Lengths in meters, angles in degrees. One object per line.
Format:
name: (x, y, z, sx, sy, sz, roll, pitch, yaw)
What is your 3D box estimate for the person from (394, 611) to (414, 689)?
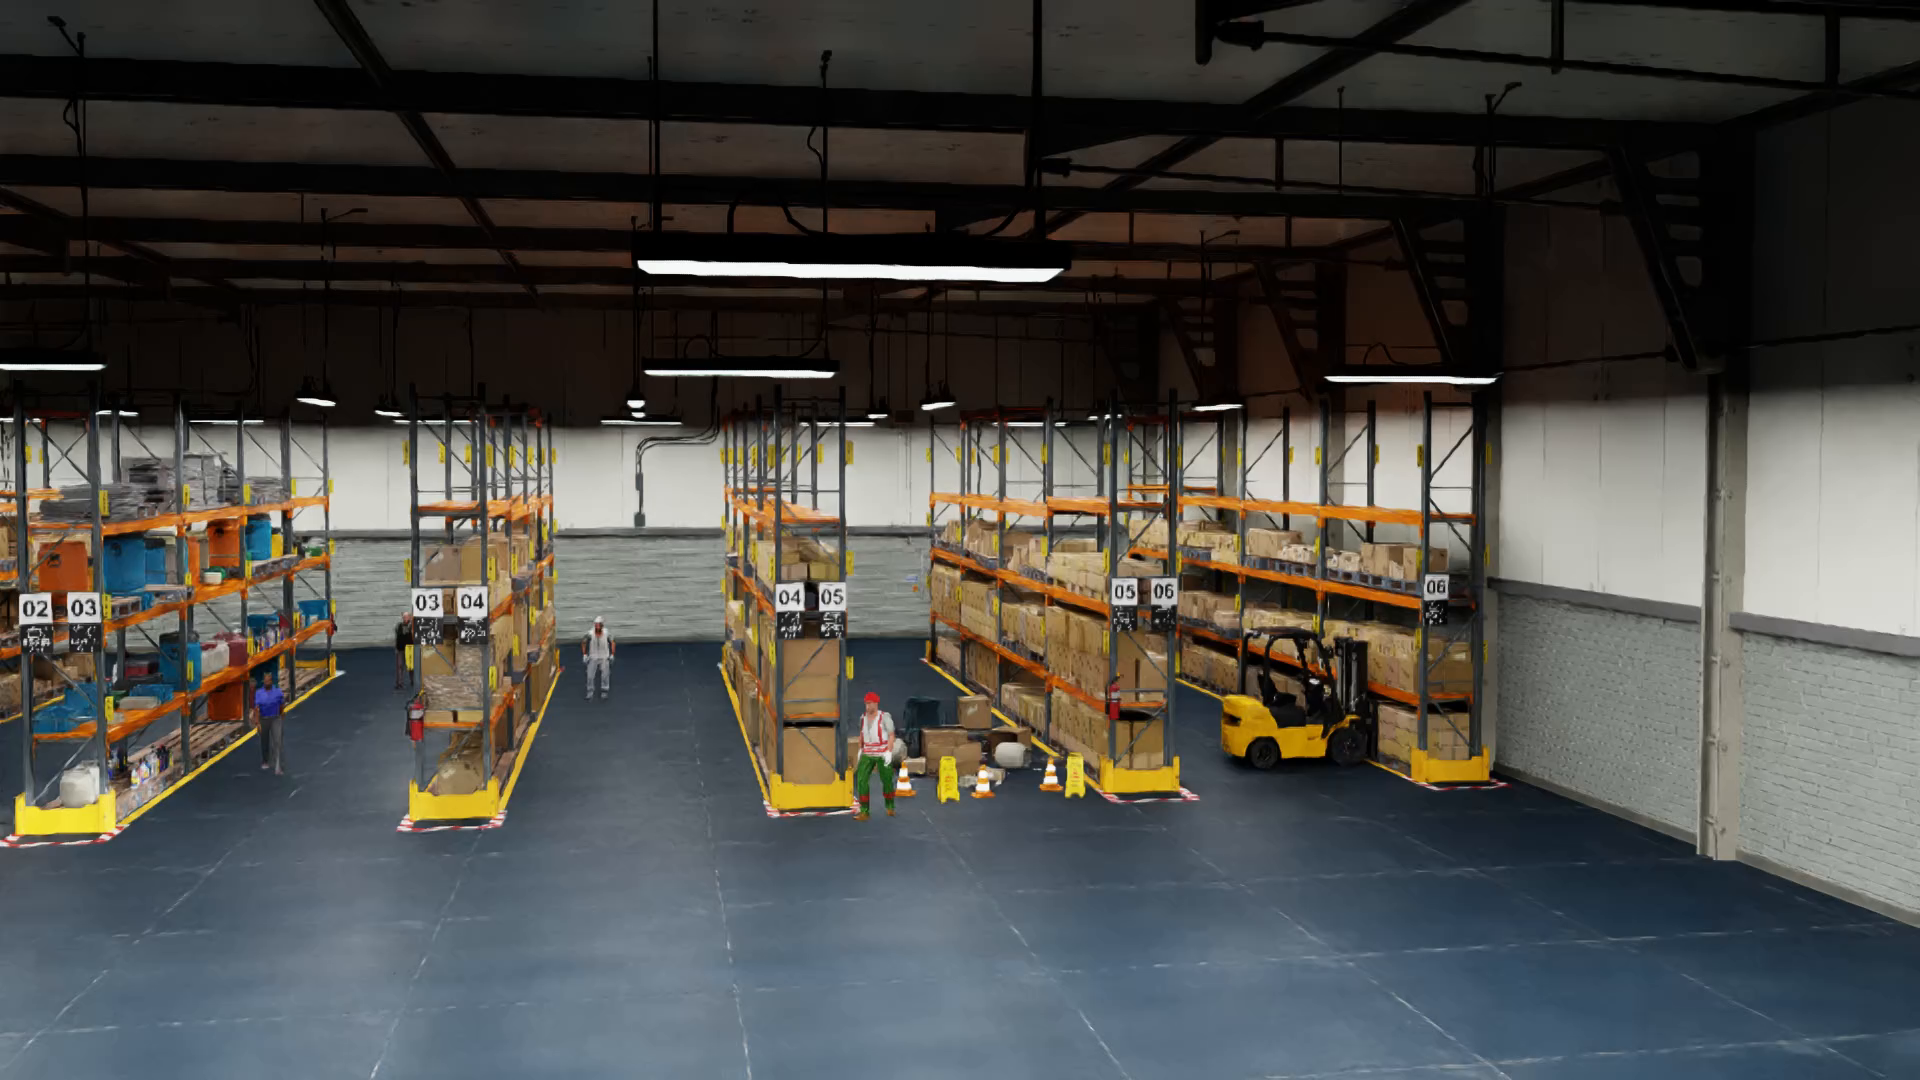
person: (-11.889, 2.351, 35.773, 0.544, 1.646, 1.106, -1, 3, -12)

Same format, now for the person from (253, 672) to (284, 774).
person: (-10.880, 2.865, 26.177, 0.443, 1.587, 0.996, -1, 3, -19)

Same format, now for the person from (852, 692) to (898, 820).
person: (-1.171, 2.945, 22.929, 0.624, 1.726, 0.633, 1, 3, 23)

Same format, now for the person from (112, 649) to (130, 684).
person: (-15.053, 2.709, 29.990, 0.417, 1.517, 1.036, 0, 3, -8)

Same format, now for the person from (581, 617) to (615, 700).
person: (-7.377, 2.421, 33.935, 0.677, 1.742, 0.552, -1, 3, -12)
